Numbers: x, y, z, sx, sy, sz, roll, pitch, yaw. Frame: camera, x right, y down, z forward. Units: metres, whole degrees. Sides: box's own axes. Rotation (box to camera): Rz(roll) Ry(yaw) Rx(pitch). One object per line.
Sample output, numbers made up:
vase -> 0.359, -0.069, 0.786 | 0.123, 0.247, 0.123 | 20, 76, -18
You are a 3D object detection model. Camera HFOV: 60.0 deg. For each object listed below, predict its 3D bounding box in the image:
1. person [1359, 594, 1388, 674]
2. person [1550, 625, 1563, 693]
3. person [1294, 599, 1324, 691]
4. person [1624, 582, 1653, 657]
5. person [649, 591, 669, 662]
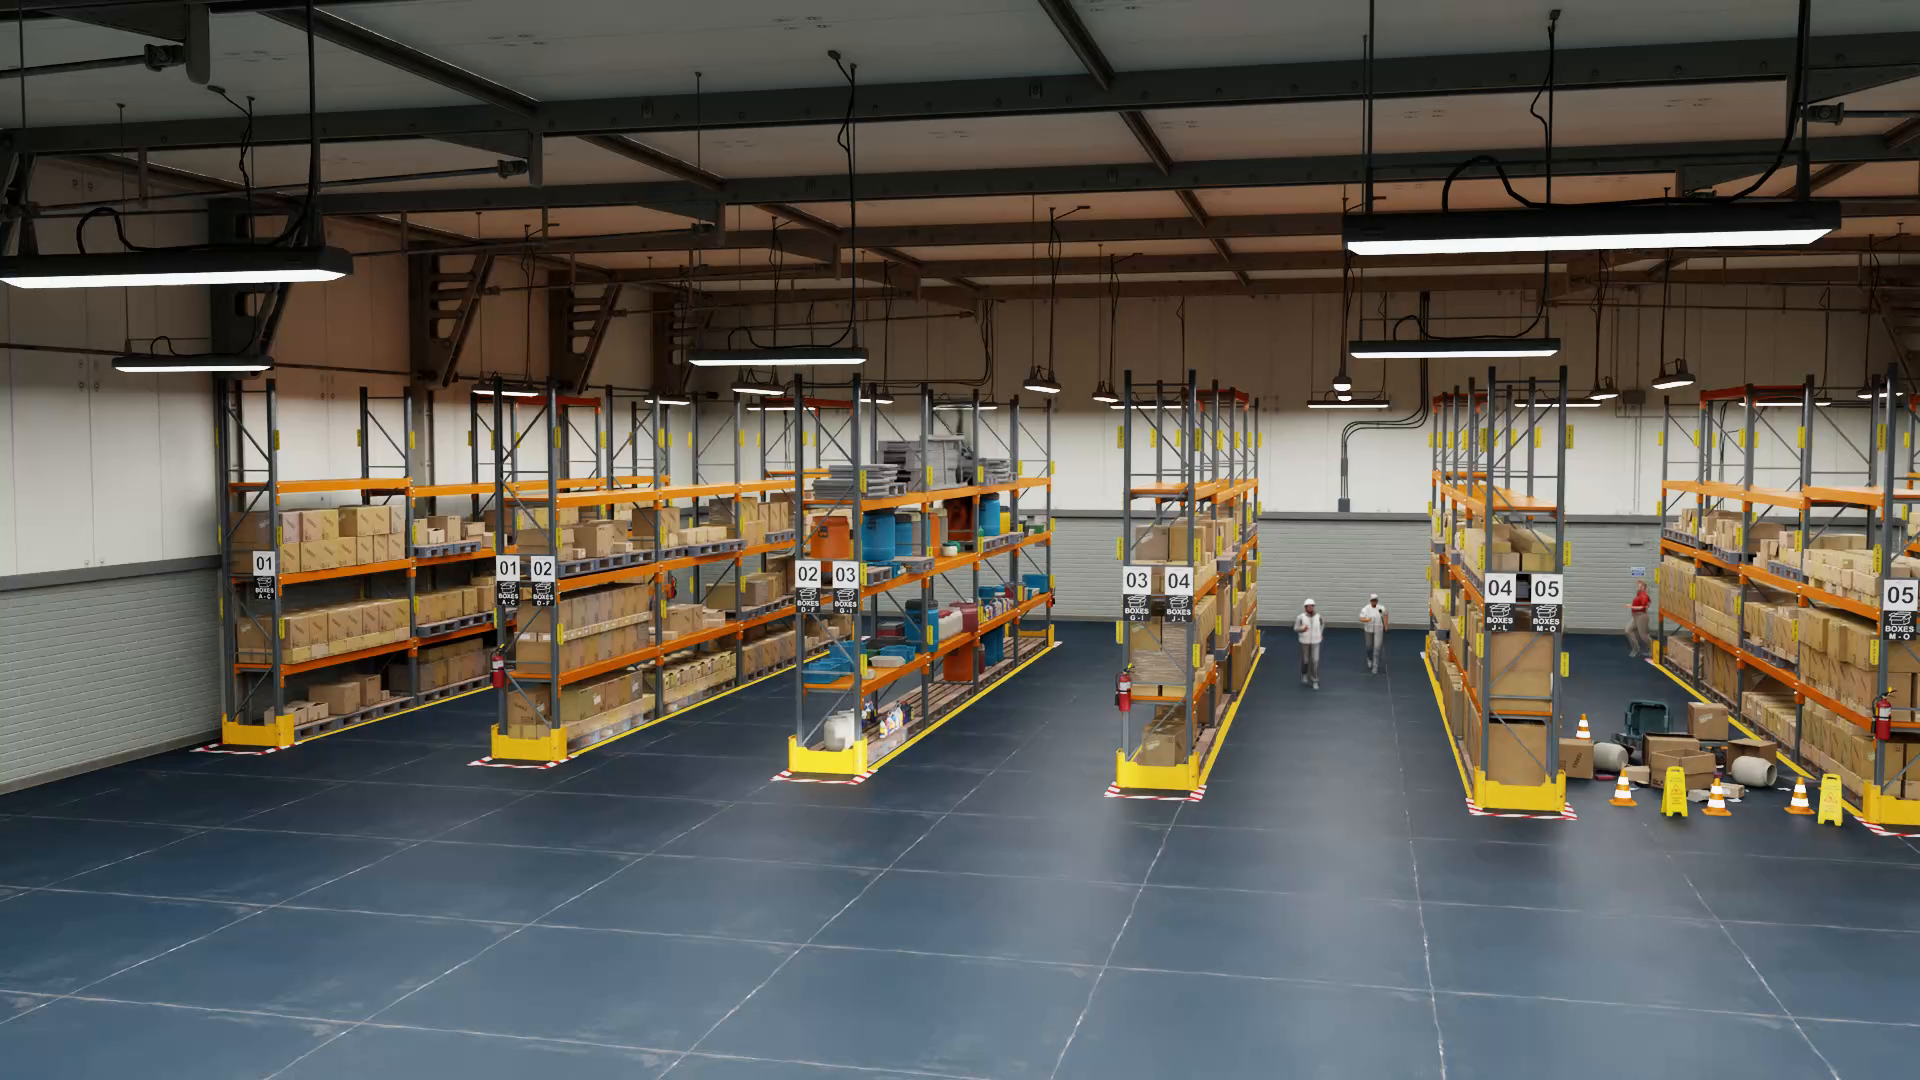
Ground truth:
person -> 8.931, 1.994, 35.912 | 0.598, 1.669, 0.933 | 1, 4, 16
person -> 11.505, 2.139, 32.630 | 0.646, 1.840, 0.886 | 1, 4, 12
person -> 7.049, 2.082, 33.540 | 0.653, 1.793, 0.902 | 0, 3, 3
person -> 15.659, 1.860, 38.291 | 0.754, 1.785, 0.632 | 0, 3, 7
person -> -6.608, 1.965, 36.424 | 0.656, 1.731, 0.950 | 0, 3, 7
